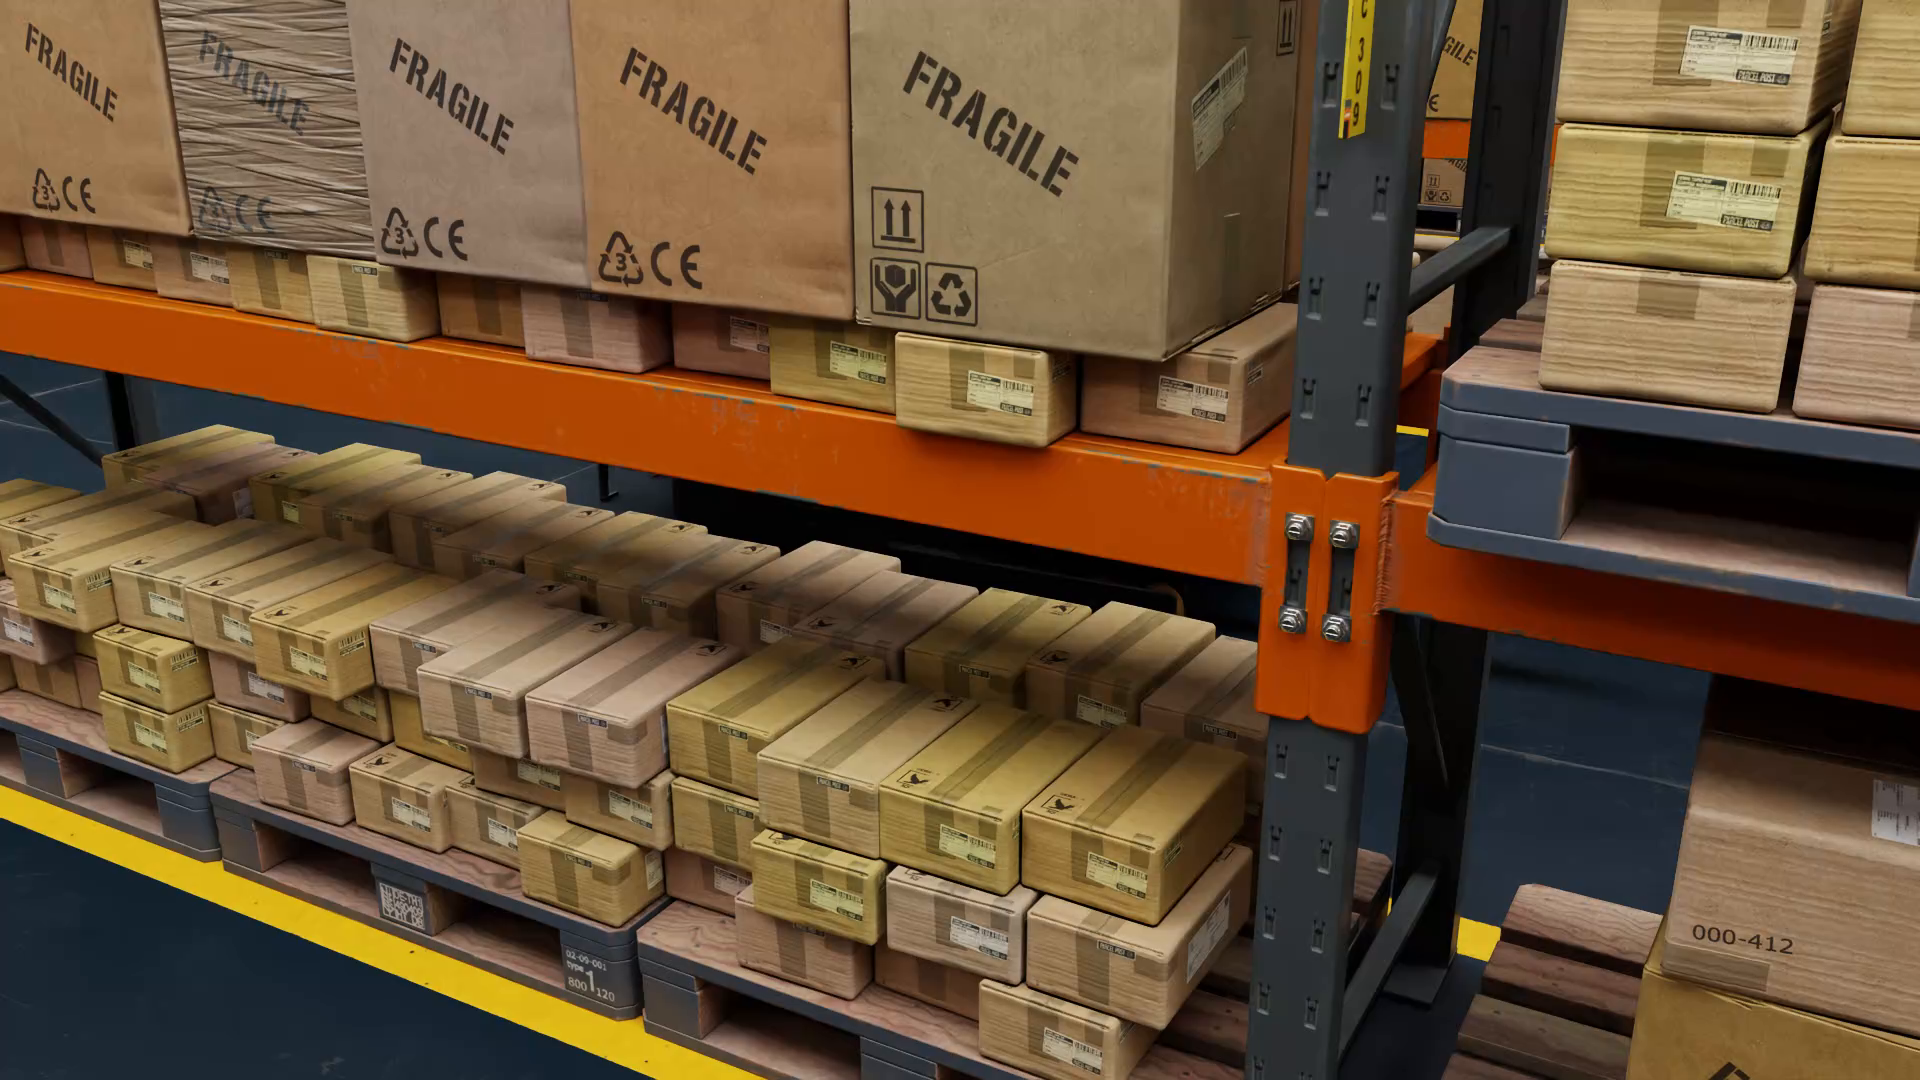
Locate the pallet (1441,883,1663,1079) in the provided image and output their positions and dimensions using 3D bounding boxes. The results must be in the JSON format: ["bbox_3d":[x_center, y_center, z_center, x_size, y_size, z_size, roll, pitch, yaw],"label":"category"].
[{"bbox_3d":[1.421,1.034,2.705,1.213,0.211,1.003,11,23,27],"label":"pallet"}]

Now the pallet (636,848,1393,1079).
[{"bbox_3d":[0.137,0.804,3.339,1.213,0.211,1.003,11,23,27],"label":"pallet"}]

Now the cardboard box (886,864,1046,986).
[{"bbox_3d":[0.068,0.598,2.946,0.250,0.149,0.380,10,22,25],"label":"cardboard box"}]

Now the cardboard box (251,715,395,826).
[{"bbox_3d":[-1.348,0.469,3.738,0.250,0.149,0.380,10,22,25],"label":"cardboard box"}]

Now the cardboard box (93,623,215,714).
[{"bbox_3d":[-1.780,0.247,3.914,0.250,0.149,0.380,12,23,29],"label":"cardboard box"}]

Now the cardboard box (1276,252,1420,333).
[{"bbox_3d":[0.653,-0.432,3.026,0.250,0.149,0.380,12,23,29],"label":"cardboard box"}]

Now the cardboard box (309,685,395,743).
[{"bbox_3d":[-1.245,0.296,3.779,0.250,0.149,0.380,12,23,30],"label":"cardboard box"}]

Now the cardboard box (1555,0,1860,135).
[{"bbox_3d":[0.860,-0.562,1.897,0.250,0.149,0.380,12,23,30],"label":"cardboard box"}]

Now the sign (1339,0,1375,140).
[{"bbox_3d":[0.483,-0.650,1.988,0.005,0.325,0.100,11,23,27],"label":"sign"}]

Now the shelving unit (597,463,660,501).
[{"bbox_3d":[-1.065,-1.168,5.988,0.503,2.100,0.431,8,21,26],"label":"shelving unit"}]

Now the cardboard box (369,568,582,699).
[{"bbox_3d":[-1.035,0.207,3.589,0.250,0.149,0.380,11,23,27],"label":"cardboard box"}]

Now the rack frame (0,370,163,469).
[{"bbox_3d":[-2.752,-1.071,4.419,0.127,3.000,1.000,11,23,27],"label":"rack frame"}]

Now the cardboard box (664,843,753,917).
[{"bbox_3d":[-0.387,0.600,3.376,0.250,0.149,0.380,10,22,26],"label":"cardboard box"}]

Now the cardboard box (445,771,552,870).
[{"bbox_3d":[-0.867,0.538,3.549,0.250,0.149,0.380,11,23,28],"label":"cardboard box"}]

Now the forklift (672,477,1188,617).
[{"bbox_3d":[0.561,-1.285,5.110,3.031,2.935,1.130,9,22,24],"label":"forklift"}]

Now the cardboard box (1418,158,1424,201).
[{"bbox_3d":[3.207,-2.778,12.176,0.500,0.500,0.700,12,23,29],"label":"cardboard box"}]

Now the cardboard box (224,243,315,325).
[{"bbox_3d":[-1.242,-0.557,3.371,0.250,0.149,0.380,12,23,29],"label":"cardboard box"}]

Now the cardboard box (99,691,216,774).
[{"bbox_3d":[-1.792,0.388,3.962,0.250,0.149,0.380,11,23,28],"label":"cardboard box"}]

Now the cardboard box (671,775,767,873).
[{"bbox_3d":[-0.345,0.488,3.250,0.250,0.149,0.380,11,23,28],"label":"cardboard box"}]

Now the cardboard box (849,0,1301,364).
[{"bbox_3d":[0.180,-0.589,2.507,0.500,0.500,0.500,11,23,27],"label":"cardboard box"}]

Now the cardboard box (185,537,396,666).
[{"bbox_3d":[-1.509,0.136,3.784,0.250,0.149,0.380,12,23,29],"label":"cardboard box"}]

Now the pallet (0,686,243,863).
[{"bbox_3d":[-1.993,0.398,4.458,1.213,0.211,1.003,11,23,27],"label":"pallet"}]

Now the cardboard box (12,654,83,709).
[{"bbox_3d":[-2.182,0.273,4.278,0.250,0.149,0.380,11,23,27],"label":"cardboard box"}]

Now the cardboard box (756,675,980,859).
[{"bbox_3d":[-0.160,0.406,3.040,0.250,0.149,0.380,11,22,27],"label":"cardboard box"}]

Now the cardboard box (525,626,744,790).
[{"bbox_3d":[-0.630,0.322,3.272,0.250,0.149,0.380,10,22,25],"label":"cardboard box"}]

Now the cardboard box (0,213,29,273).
[{"bbox_3d":[-2.178,-0.711,3.794,0.250,0.149,0.380,10,22,26],"label":"cardboard box"}]

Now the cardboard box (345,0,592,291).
[{"bbox_3d":[-0.706,-0.759,2.975,0.500,0.500,0.500,11,23,27],"label":"cardboard box"}]

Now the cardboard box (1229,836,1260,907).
[{"bbox_3d":[0.579,0.581,3.430,0.250,0.149,0.380,10,22,25],"label":"cardboard box"}]

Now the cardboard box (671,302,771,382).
[{"bbox_3d":[-0.297,-0.401,2.941,0.250,0.149,0.380,10,22,26],"label":"cardboard box"}]

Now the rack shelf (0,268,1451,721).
[{"bbox_3d":[-1.006,-0.400,3.624,4.000,0.370,1.077,11,23,27],"label":"rack shelf"}]

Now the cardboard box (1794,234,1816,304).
[{"bbox_3d":[1.184,-0.478,2.537,0.250,0.149,0.380,10,22,26],"label":"cardboard box"}]

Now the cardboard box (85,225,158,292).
[{"bbox_3d":[-1.660,-0.656,3.643,0.250,0.149,0.380,11,22,27],"label":"cardboard box"}]

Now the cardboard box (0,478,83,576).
[{"bbox_3d":[-2.460,-0.020,4.213,0.250,0.149,0.380,10,22,25],"label":"cardboard box"}]

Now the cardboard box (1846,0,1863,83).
[{"bbox_3d":[1.186,-0.756,2.431,0.250,0.149,0.380,12,23,30],"label":"cardboard box"}]

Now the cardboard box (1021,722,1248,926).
[{"bbox_3d":[0.303,0.476,2.847,0.250,0.149,0.380,12,23,29],"label":"cardboard box"}]

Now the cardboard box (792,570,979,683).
[{"bbox_3d":[-0.154,0.211,3.577,0.250,0.149,0.380,10,22,26],"label":"cardboard box"}]

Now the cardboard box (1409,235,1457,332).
[{"bbox_3d":[1.789,-1.174,7.845,0.875,0.438,0.875,10,22,26],"label":"cardboard box"}]

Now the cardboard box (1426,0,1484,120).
[{"bbox_3d":[2.085,-2.028,6.911,0.500,0.500,0.500,10,22,26],"label":"cardboard box"}]

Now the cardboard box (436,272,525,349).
[{"bbox_3d":[-0.766,-0.483,3.166,0.250,0.149,0.380,10,22,27],"label":"cardboard box"}]

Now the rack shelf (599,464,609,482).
[{"bbox_3d":[-1.049,-0.495,6.223,0.480,0.518,0.431,8,21,26],"label":"rack shelf"}]

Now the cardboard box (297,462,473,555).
[{"bbox_3d":[-1.491,-0.069,4.350,0.250,0.149,0.380,10,22,25],"label":"cardboard box"}]

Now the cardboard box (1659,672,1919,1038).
[{"bbox_3d":[1.257,0.421,2.256,0.500,0.250,0.500,10,22,25],"label":"cardboard box"}]

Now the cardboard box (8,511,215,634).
[{"bbox_3d":[-2.003,0.070,3.964,0.250,0.149,0.380,11,23,27],"label":"cardboard box"}]

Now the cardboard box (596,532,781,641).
[{"bbox_3d":[-0.615,0.124,3.818,0.250,0.149,0.380,10,22,25],"label":"cardboard box"}]

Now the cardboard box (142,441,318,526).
[{"bbox_3d":[-1.975,-0.136,4.535,0.250,0.149,0.380,11,23,28],"label":"cardboard box"}]

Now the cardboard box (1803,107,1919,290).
[{"bbox_3d":[1.087,-0.380,1.830,0.250,0.149,0.380,10,22,26],"label":"cardboard box"}]

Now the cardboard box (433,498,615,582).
[{"bbox_3d":[-1.054,0.036,4.060,0.250,0.149,0.380,10,22,26],"label":"cardboard box"}]

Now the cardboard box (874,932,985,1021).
[{"bbox_3d":[0.046,0.705,3.087,0.250,0.149,0.380,12,23,29],"label":"cardboard box"}]

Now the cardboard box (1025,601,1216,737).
[{"bbox_3d":[0.329,0.275,3.401,0.250,0.149,0.380,12,23,30],"label":"cardboard box"}]

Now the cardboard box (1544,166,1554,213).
[{"bbox_3d":[4.113,-2.606,11.700,0.500,0.500,0.700,10,22,25],"label":"cardboard box"}]

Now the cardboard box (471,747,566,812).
[{"bbox_3d":[-0.802,0.401,3.490,0.250,0.149,0.380,10,22,25],"label":"cardboard box"}]

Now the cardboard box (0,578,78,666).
[{"bbox_3d":[-2.208,0.158,4.160,0.250,0.149,0.380,11,23,27],"label":"cardboard box"}]

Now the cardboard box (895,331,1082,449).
[{"bbox_3d":[0.099,-0.276,2.595,0.250,0.149,0.380,10,22,26],"label":"cardboard box"}]

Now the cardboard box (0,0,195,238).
[{"bbox_3d":[-1.593,-0.934,3.459,0.500,0.500,0.500,11,23,28],"label":"cardboard box"}]

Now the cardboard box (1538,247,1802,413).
[{"bbox_3d":[0.860,-0.283,1.998,0.250,0.149,0.380,10,22,25],"label":"cardboard box"}]
